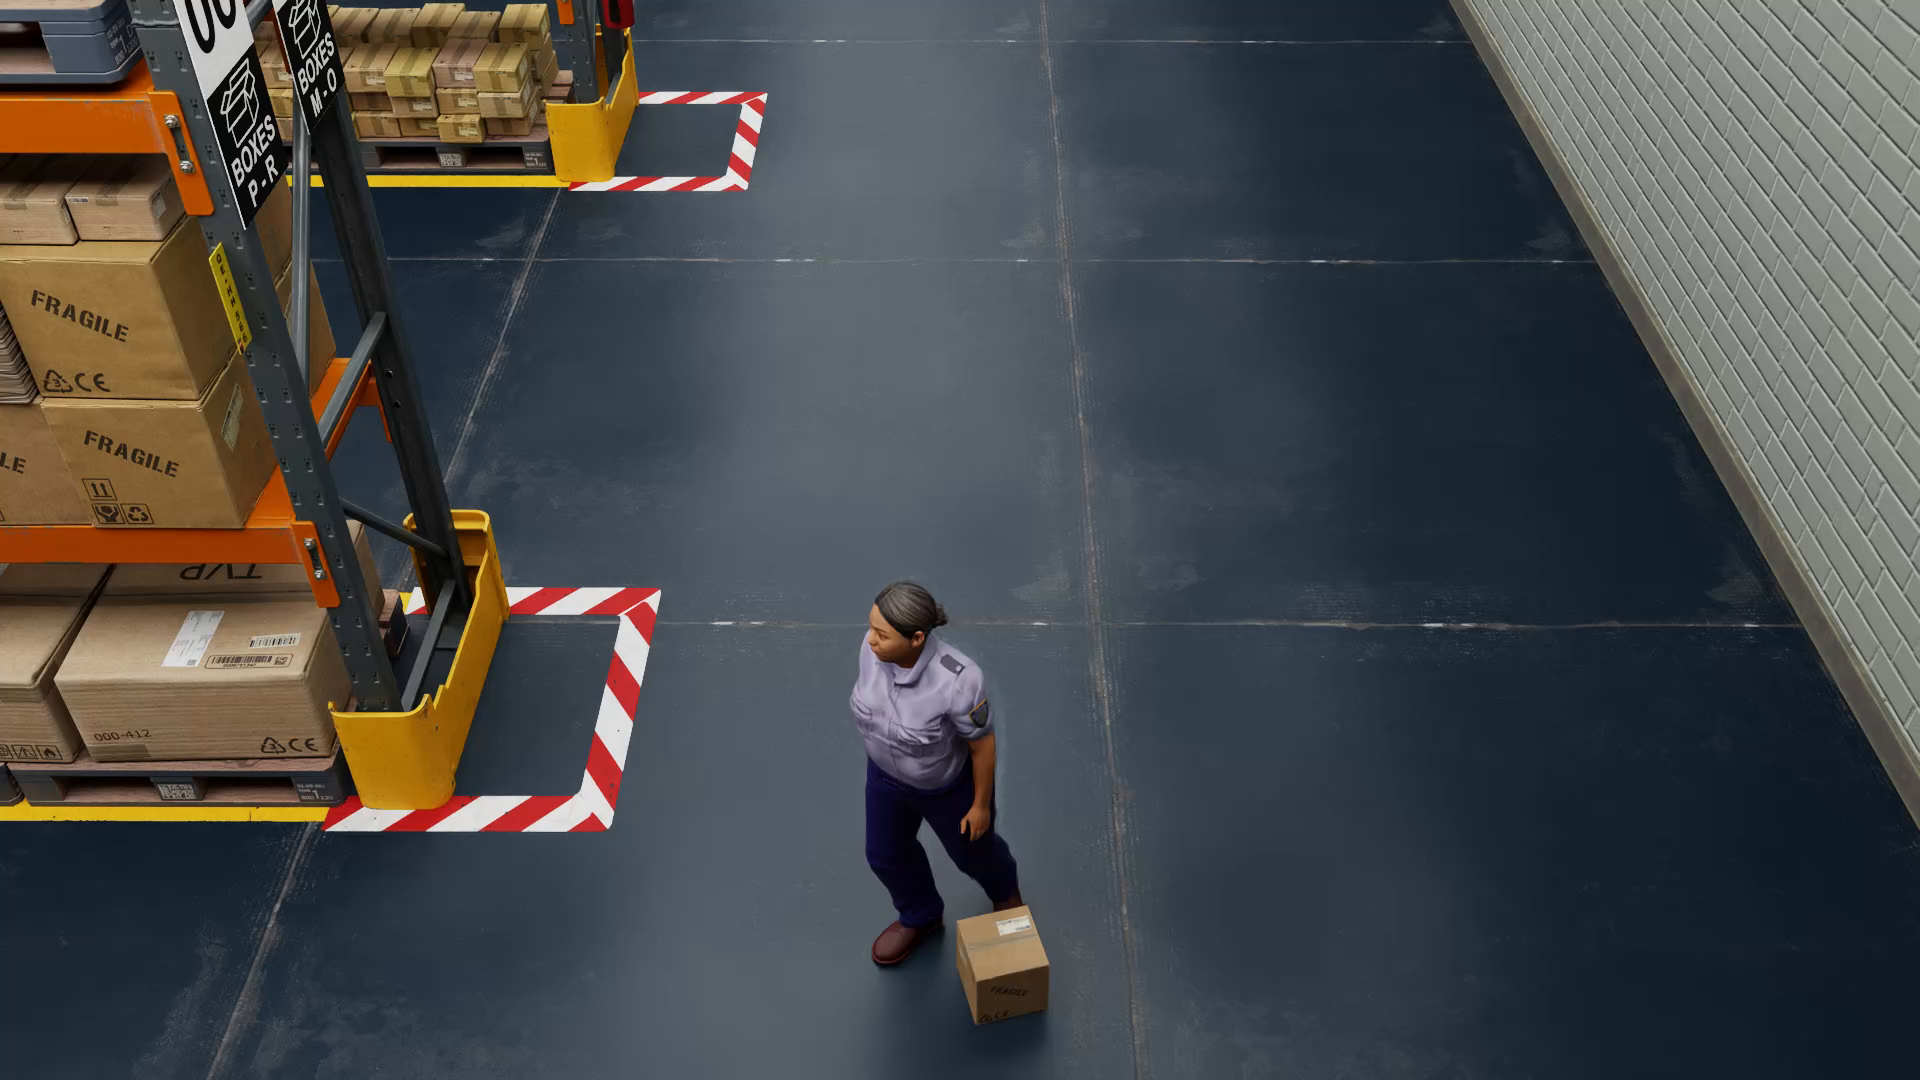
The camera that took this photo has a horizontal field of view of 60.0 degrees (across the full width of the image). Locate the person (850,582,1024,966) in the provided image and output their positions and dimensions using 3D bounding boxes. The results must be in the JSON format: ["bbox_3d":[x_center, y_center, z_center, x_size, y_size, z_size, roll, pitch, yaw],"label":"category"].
[{"bbox_3d":[-0.049,0.718,5.310,0.530,1.634,0.559,25,46,27],"label":"person"}]
